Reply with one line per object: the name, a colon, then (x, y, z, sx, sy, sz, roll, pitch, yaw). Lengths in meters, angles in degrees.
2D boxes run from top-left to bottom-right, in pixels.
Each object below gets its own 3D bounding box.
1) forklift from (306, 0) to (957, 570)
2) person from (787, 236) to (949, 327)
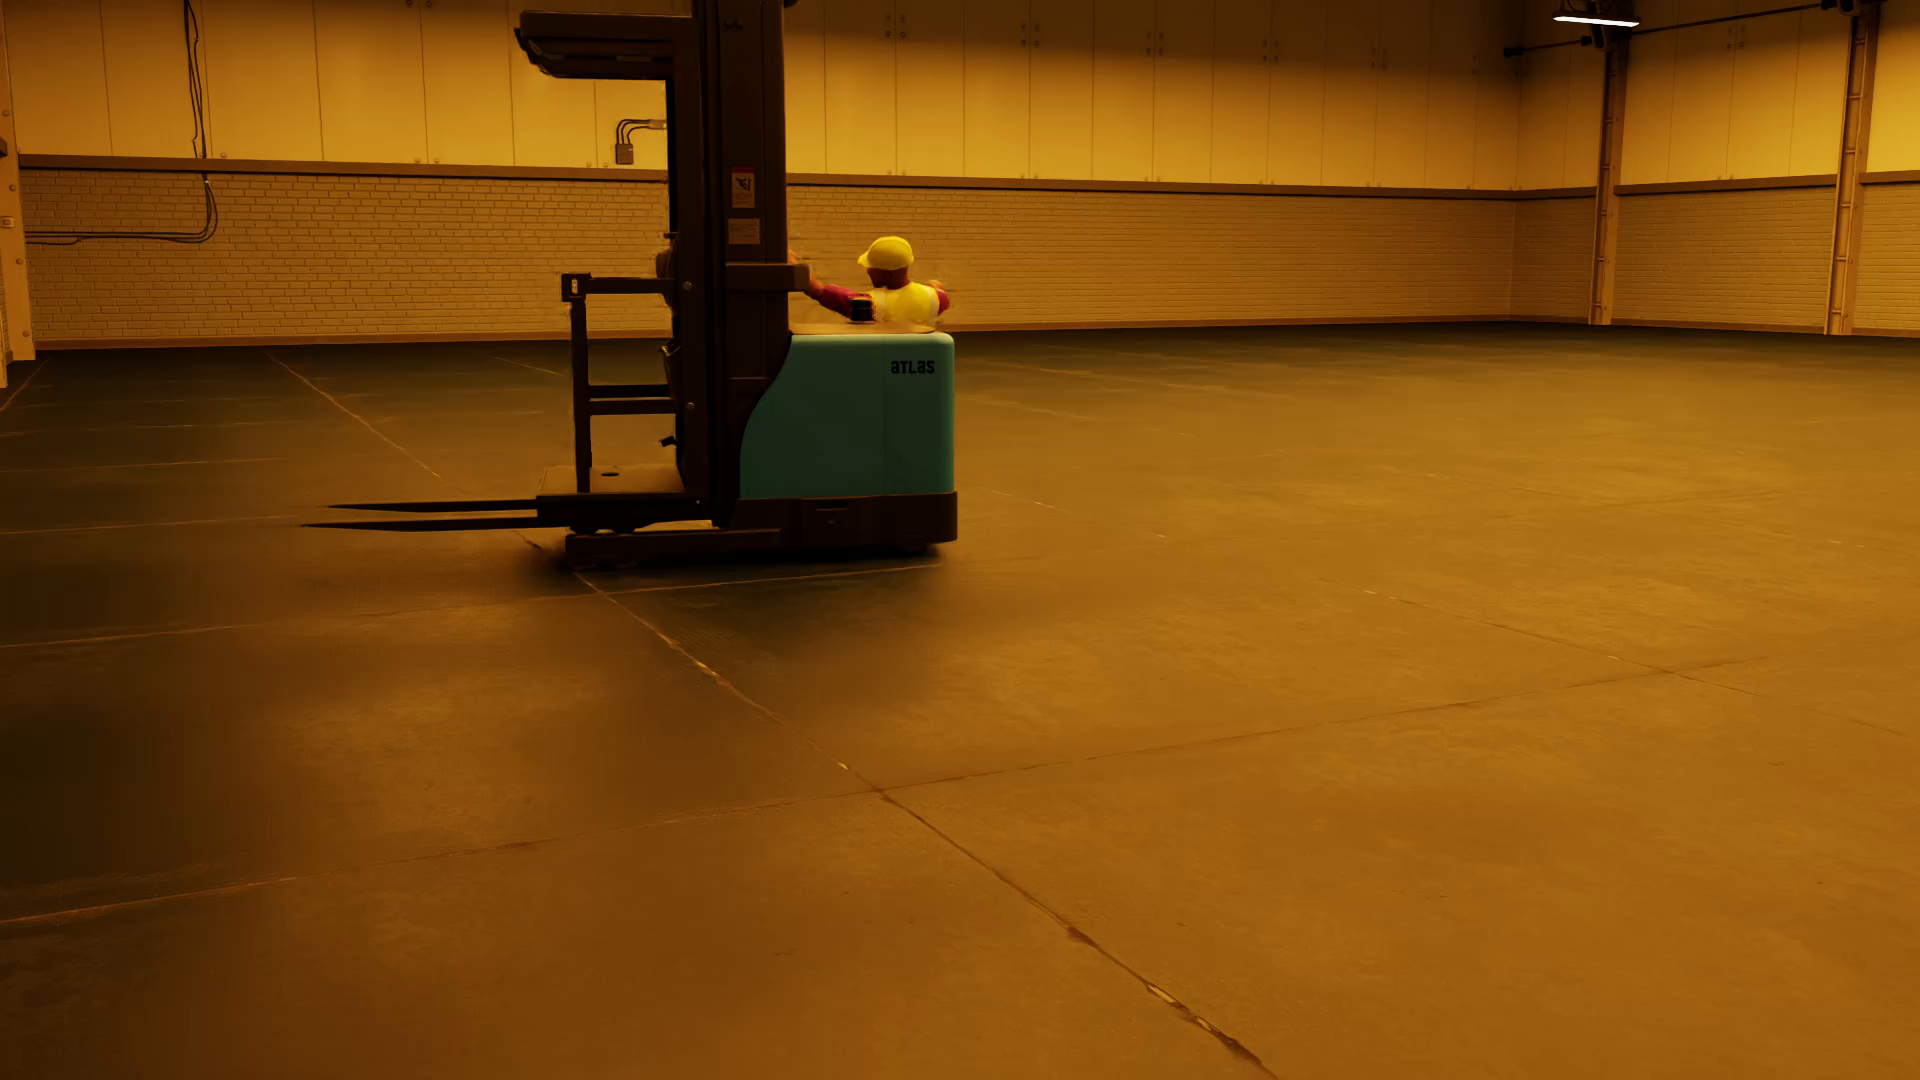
forklift: (-1.584, -1.400, 8.042, 3.031, 2.935, 1.130, -2, 10, -12)
person: (-0.386, -0.867, 9.178, 1.120, 1.582, 0.734, -7, 12, -36)
